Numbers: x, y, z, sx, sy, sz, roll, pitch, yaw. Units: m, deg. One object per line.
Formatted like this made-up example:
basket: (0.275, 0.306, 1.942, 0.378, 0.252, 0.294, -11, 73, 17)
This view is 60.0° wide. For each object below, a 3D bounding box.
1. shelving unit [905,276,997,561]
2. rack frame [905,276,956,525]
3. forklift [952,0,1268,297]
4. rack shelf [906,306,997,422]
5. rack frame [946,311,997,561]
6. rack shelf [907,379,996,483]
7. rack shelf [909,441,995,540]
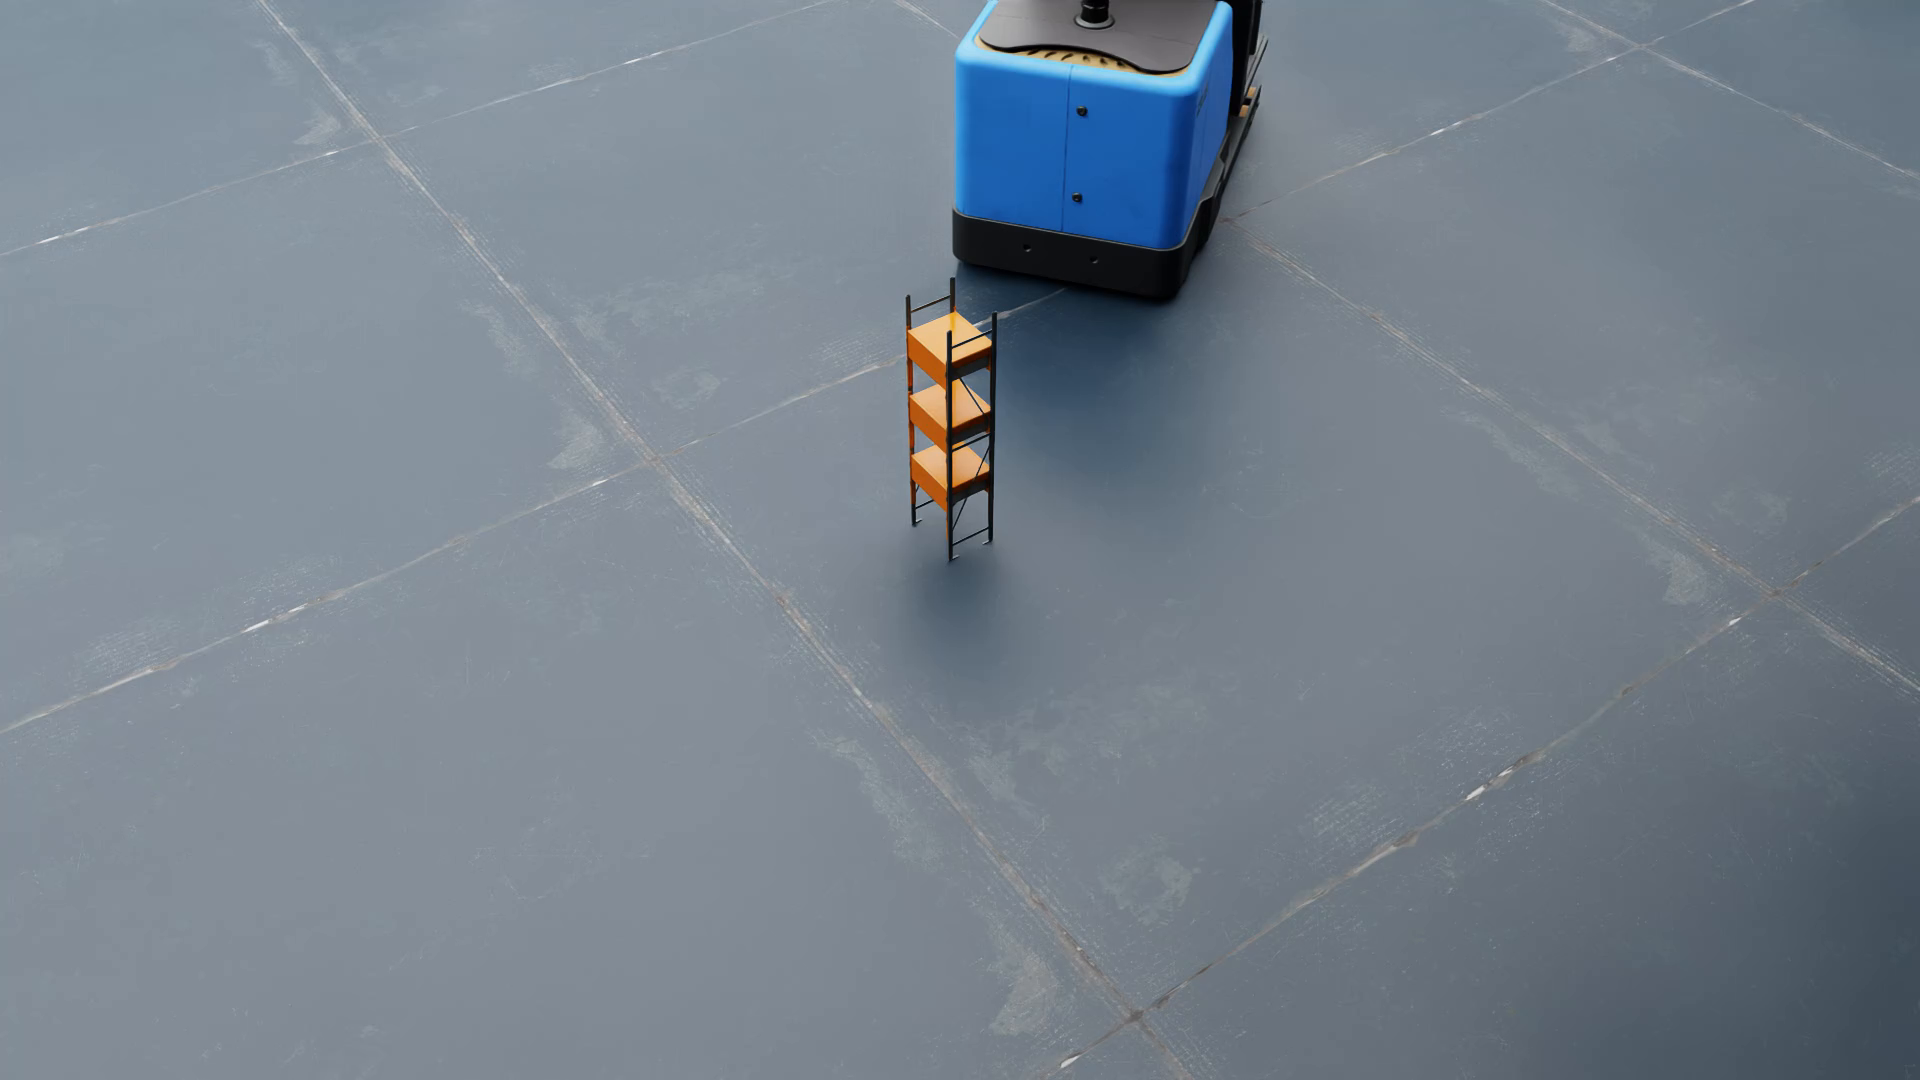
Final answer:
shelving unit: (-0.031, -0.410, 5.919, 0.215, 1.050, 0.252, -26, 49, -24)
rack frame: (-0.100, -0.479, 5.992, 0.200, 1.050, 0.008, -26, 49, -24)
forklift: (0.899, -3.155, 7.432, 1.130, 2.935, 3.031, 12, 45, 13)
rack shelf: (-0.031, -0.608, 5.731, 0.215, 0.259, 0.240, -26, 49, -24)
rack frame: (0.039, -0.341, 5.847, 0.200, 1.050, 0.008, -26, 49, -24)
rack shelf: (-0.031, -0.402, 5.927, 0.215, 0.259, 0.240, -26, 49, -24)
rack shelf: (-0.031, -0.201, 6.118, 0.215, 0.259, 0.240, -26, 49, -24)
